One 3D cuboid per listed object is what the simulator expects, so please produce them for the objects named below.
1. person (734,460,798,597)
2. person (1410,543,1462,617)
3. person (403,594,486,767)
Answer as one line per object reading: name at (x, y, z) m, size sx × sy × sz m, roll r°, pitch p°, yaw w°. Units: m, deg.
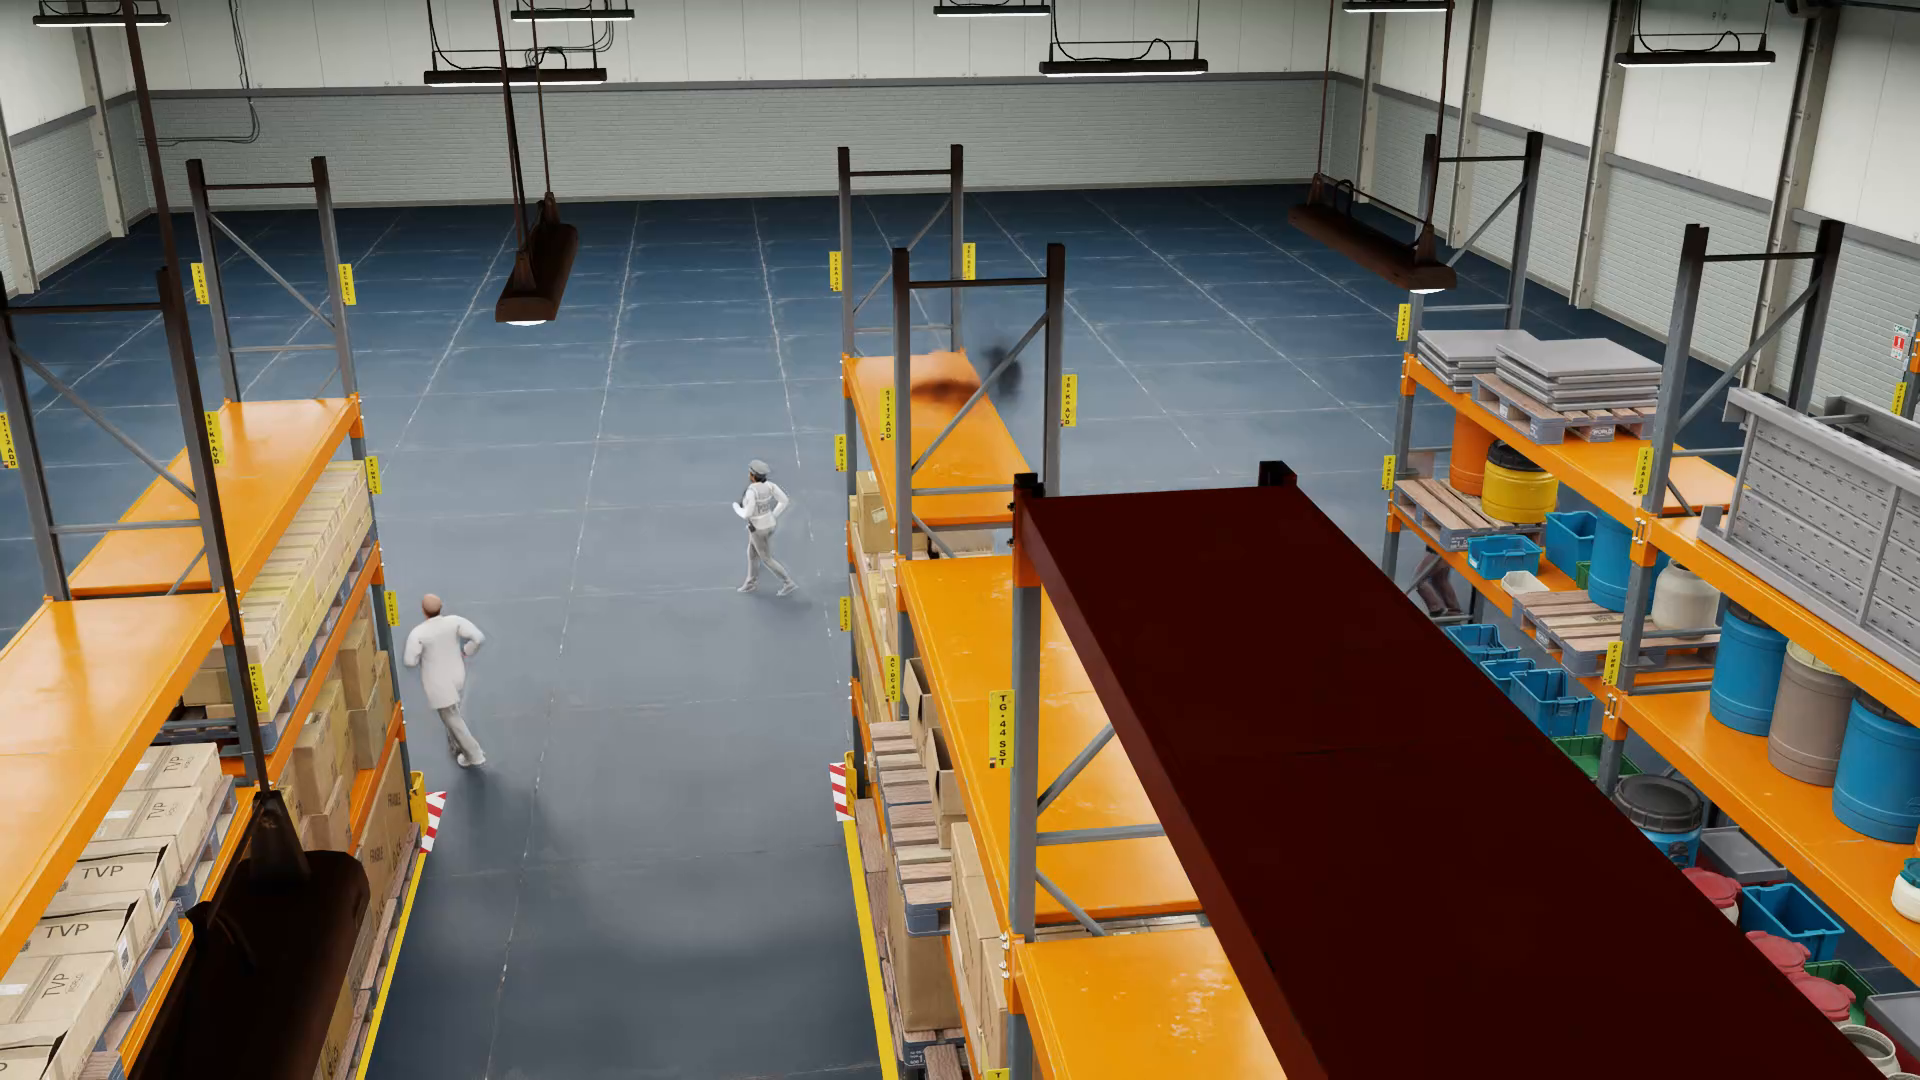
person at (-2.327, -0.090, 19.578) m, size 0.851 × 1.732 × 0.592 m, roll 9°, pitch 23°, yaw 22°
person at (5.435, 0.150, 18.944) m, size 0.704 × 1.748 × 0.656 m, roll 6°, pitch 22°, yaw 16°
person at (-4.880, 1.386, 15.782) m, size 0.734 × 1.859 × 0.733 m, roll 20°, pitch 29°, yaw 40°
